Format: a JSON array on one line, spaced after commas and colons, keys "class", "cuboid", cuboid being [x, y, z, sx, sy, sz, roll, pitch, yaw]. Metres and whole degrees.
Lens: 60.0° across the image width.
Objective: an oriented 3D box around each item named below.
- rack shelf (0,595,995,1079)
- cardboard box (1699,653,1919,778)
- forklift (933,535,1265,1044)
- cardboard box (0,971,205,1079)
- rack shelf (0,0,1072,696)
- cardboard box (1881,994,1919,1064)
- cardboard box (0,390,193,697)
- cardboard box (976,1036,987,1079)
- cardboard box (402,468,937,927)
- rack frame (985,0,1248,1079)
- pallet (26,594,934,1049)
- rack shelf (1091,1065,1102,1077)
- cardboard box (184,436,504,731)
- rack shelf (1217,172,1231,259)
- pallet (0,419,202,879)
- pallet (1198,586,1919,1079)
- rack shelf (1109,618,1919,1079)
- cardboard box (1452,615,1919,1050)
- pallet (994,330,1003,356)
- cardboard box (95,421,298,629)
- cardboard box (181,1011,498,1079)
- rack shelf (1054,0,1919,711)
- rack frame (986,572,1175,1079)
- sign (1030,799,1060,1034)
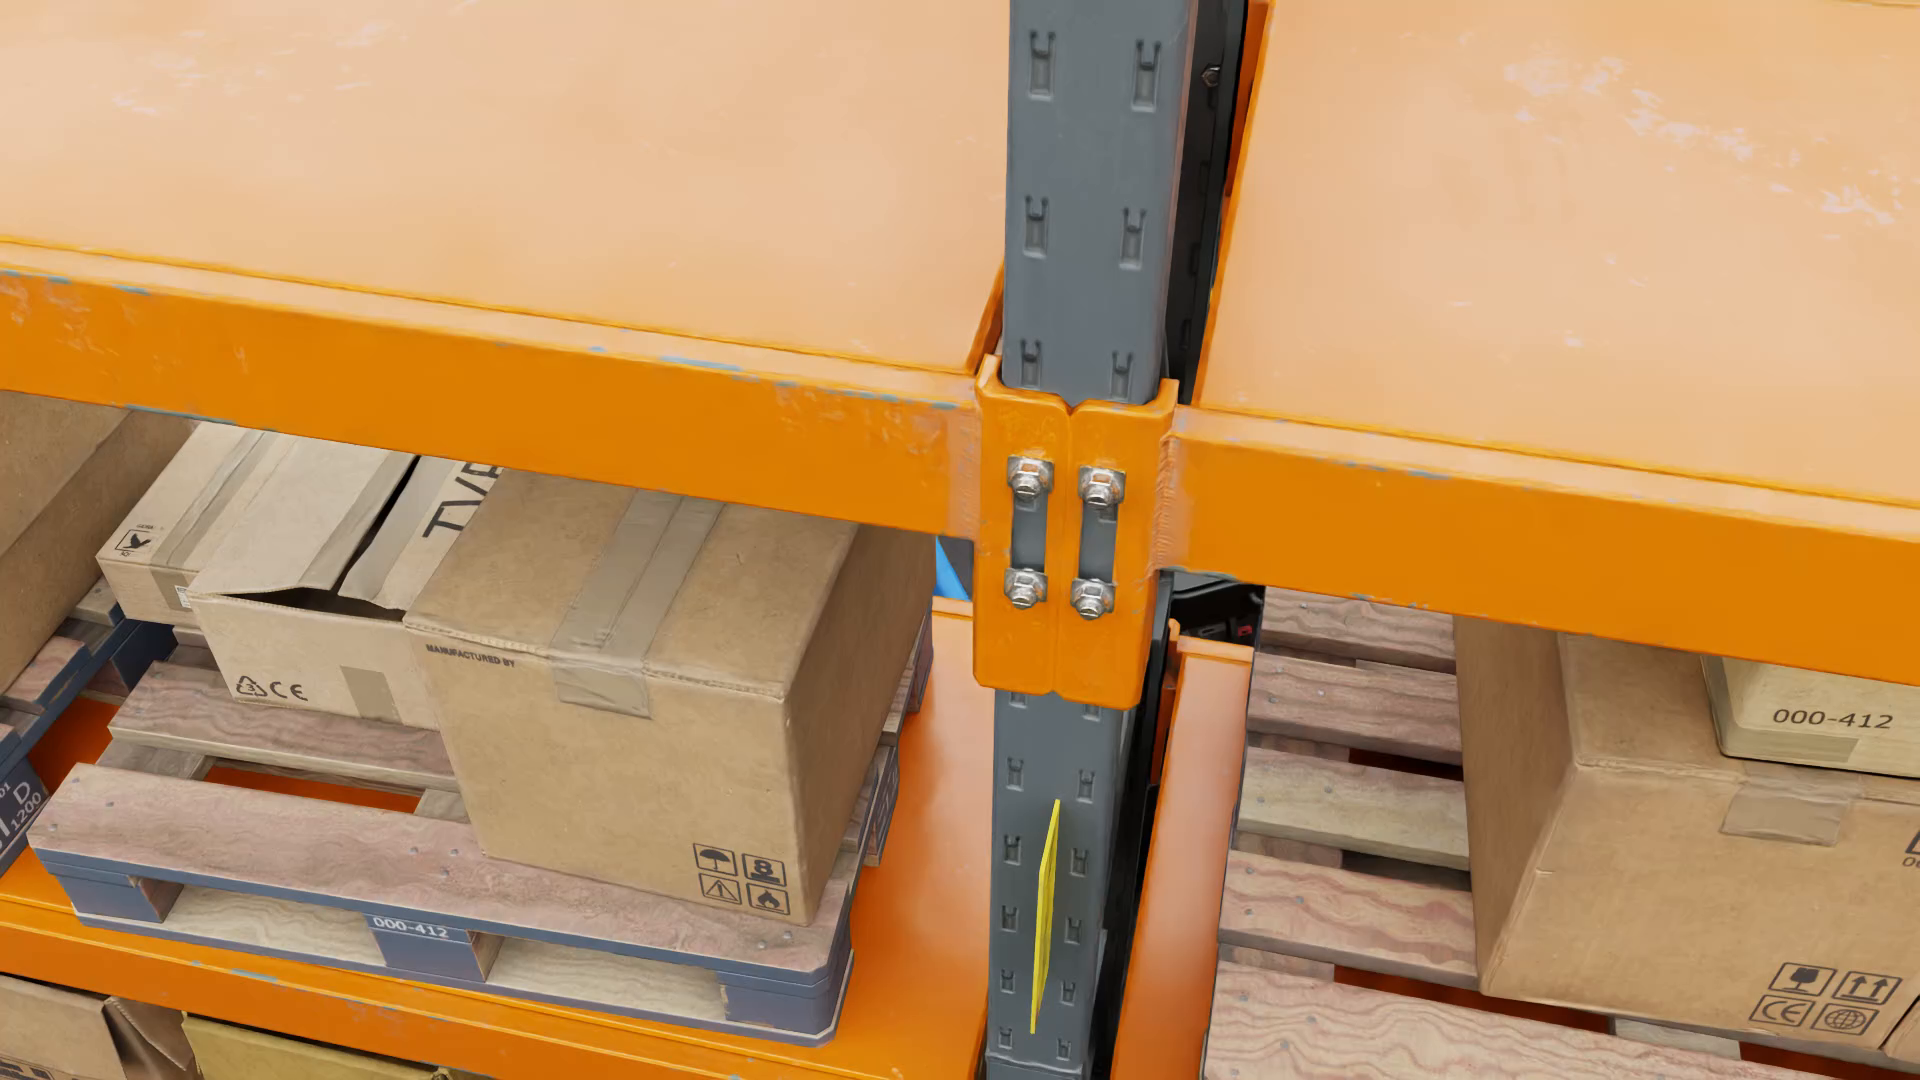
[{"class": "rack shelf", "cuboid": [-1.748, 0.309, 3.082, 4.000, 0.370, 1.077, 9, 45, 9]}, {"class": "cardboard box", "cuboid": [1.120, 0.006, 1.890, 0.500, 0.250, 0.500, 6, 44, 6]}, {"class": "forklift", "cuboid": [0.783, 0.442, 4.637, 1.130, 2.935, 3.031, -14, 46, -14]}, {"class": "cardboard box", "cuboid": [-1.699, 0.749, 3.473, 0.637, 0.503, 0.797, 10, 45, 10]}, {"class": "rack shelf", "cuboid": [-1.748, -0.628, 2.180, 4.000, 0.370, 1.077, 9, 45, 9]}, {"class": "cardboard box", "cuboid": [1.504, 0.291, 2.134, 0.500, 0.500, 0.700, 11, 45, 11]}, {"class": "cardboard box", "cuboid": [-1.702, -0.147, 2.659, 0.637, 0.503, 0.797, 8, 45, 8]}, {"class": "cardboard box", "cuboid": [-0.191, 1.158, 3.771, 0.500, 0.500, 0.500, 9, 45, 9]}, {"class": "cardboard box", "cuboid": [-0.365, 0.084, 2.422, 0.500, 0.500, 0.700, 10, 45, 10]}, {"class": "rack frame", "cuboid": [0.204, -0.728, 1.478, 0.127, 3.000, 1.000, 9, 45, 9]}, {"class": "pallet", "cuboid": [-0.702, 0.316, 2.694, 1.217, 0.209, 0.805, 7, 44, 7]}, {"class": "rack shelf", "cuboid": [2.155, 1.995, 3.493, 4.000, 0.370, 1.077, 9, 45, 9]}, {"class": "cardboard box", "cuboid": [-0.847, 0.006, 2.639, 0.500, 0.311, 0.500, 7, 44, 8]}, {"class": "rack shelf", "cuboid": [-0.667, -1.962, 7.605, 4.000, 0.370, 1.077, 9, 45, 9]}, {"class": "pallet", "cuboid": [-1.968, 0.044, 2.975, 1.213, 0.211, 1.003, 11, 45, 11]}, {"class": "pallet", "cuboid": [1.000, 0.515, 2.413, 1.213, 0.211, 1.003, 9, 45, 9]}, {"class": "rack shelf", "cuboid": [2.155, 0.915, 2.453, 4.000, 0.370, 1.077, 9, 45, 9]}, {"class": "cardboard box", "cuboid": [0.980, 0.207, 2.222, 0.500, 0.500, 0.700, 6, 44, 7]}, {"class": "pallet", "cuboid": [0.541, -1.059, 8.158, 1.213, 0.211, 1.003, 9, 45, 9]}, {"class": "cardboard box", "cuboid": [-1.217, -0.035, 2.799, 0.250, 0.149, 0.380, 7, 44, 7]}, {"class": "cardboard box", "cuboid": [-1.089, 0.833, 3.386, 0.637, 0.503, 0.797, 9, 45, 10]}, {"class": "rack shelf", "cuboid": [2.155, -0.022, 1.551, 4.000, 0.370, 1.077, 9, 45, 9]}, {"class": "rack frame", "cuboid": [0.204, 1.433, 3.558, 0.127, 3.000, 1.000, 9, 45, 9]}, {"class": "sign", "cuboid": [0.095, 0.422, 1.846, 0.005, 0.325, 0.100, 9, 45, 9]}]
